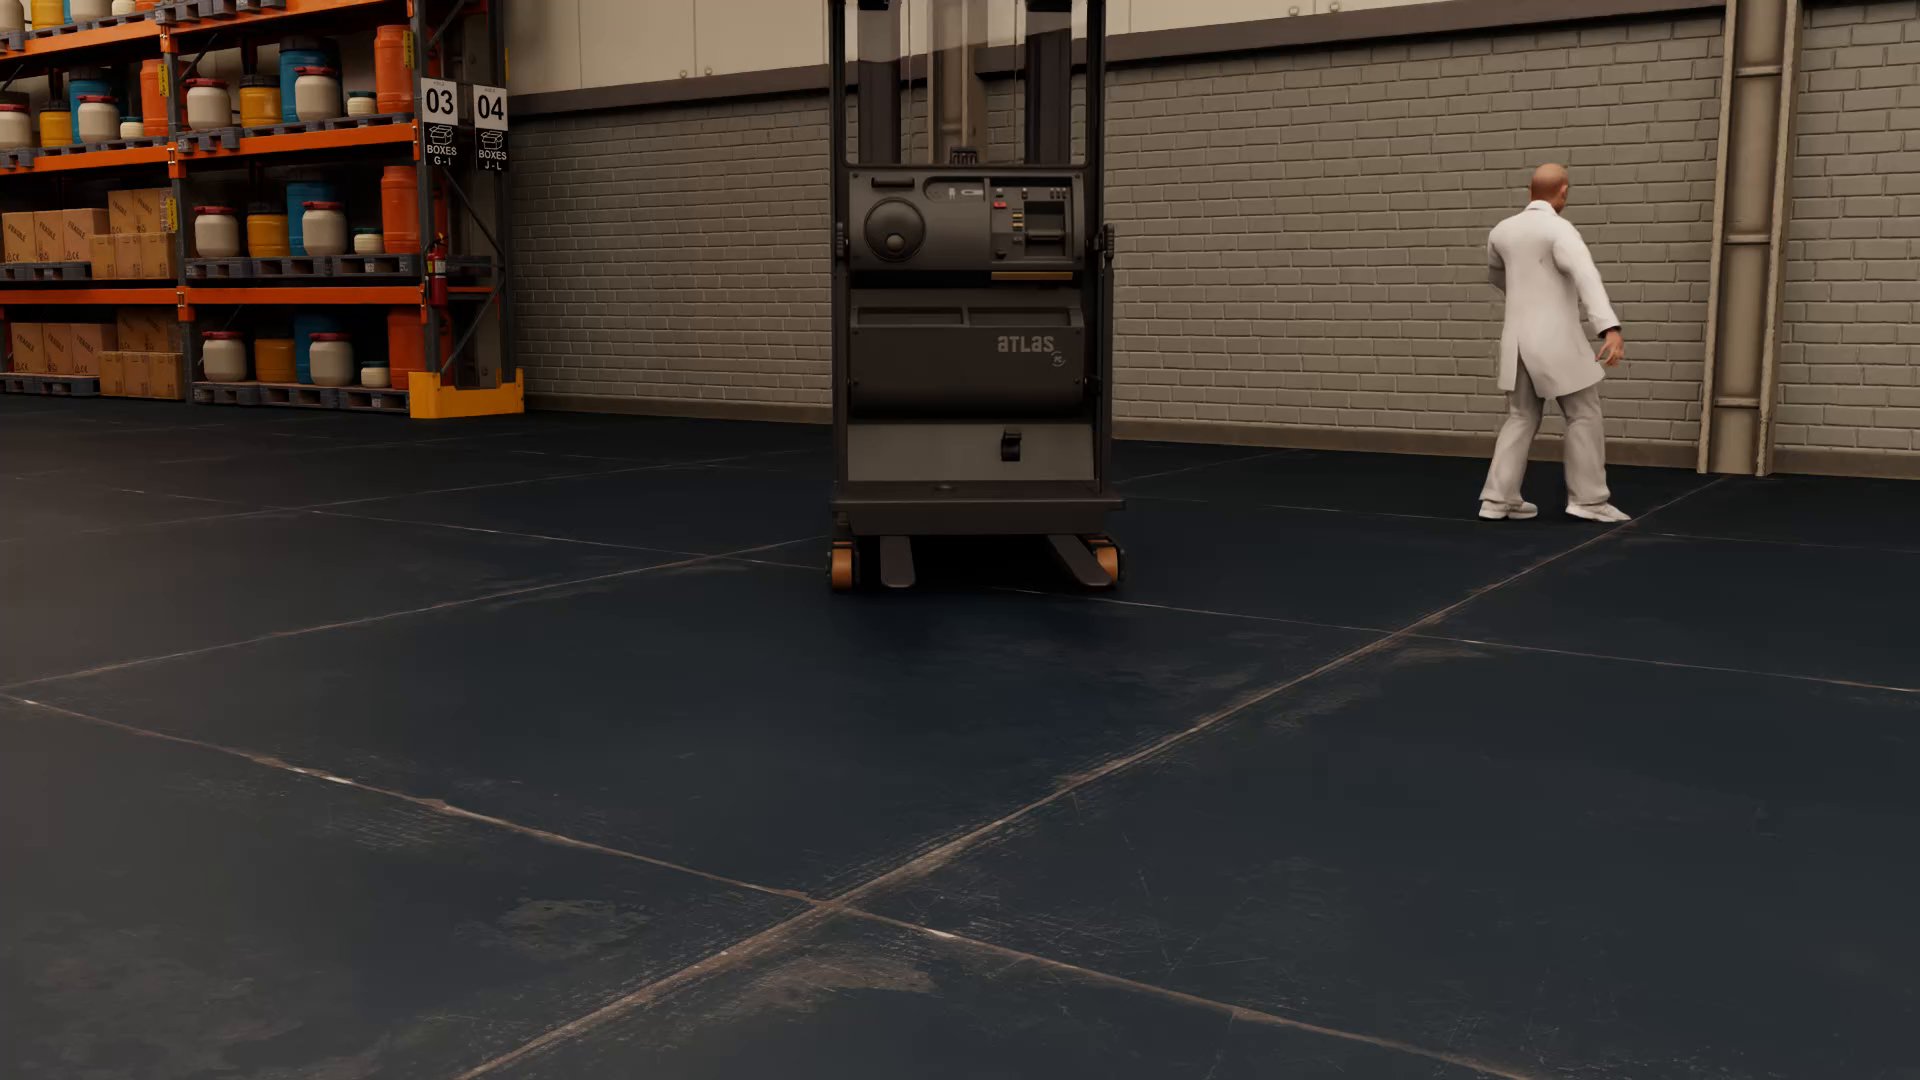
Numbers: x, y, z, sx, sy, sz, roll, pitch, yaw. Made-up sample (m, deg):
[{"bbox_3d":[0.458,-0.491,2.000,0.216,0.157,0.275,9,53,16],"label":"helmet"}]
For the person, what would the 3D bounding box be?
[{"bbox_3d":[2.976,-0.950,8.209,0.760,1.782,1.049,-3,9,-23],"label":"person"}]

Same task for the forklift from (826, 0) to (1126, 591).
[{"bbox_3d":[0.041,-1.305,6.368,1.130,2.935,3.031,0,8,-3],"label":"forklift"}]
